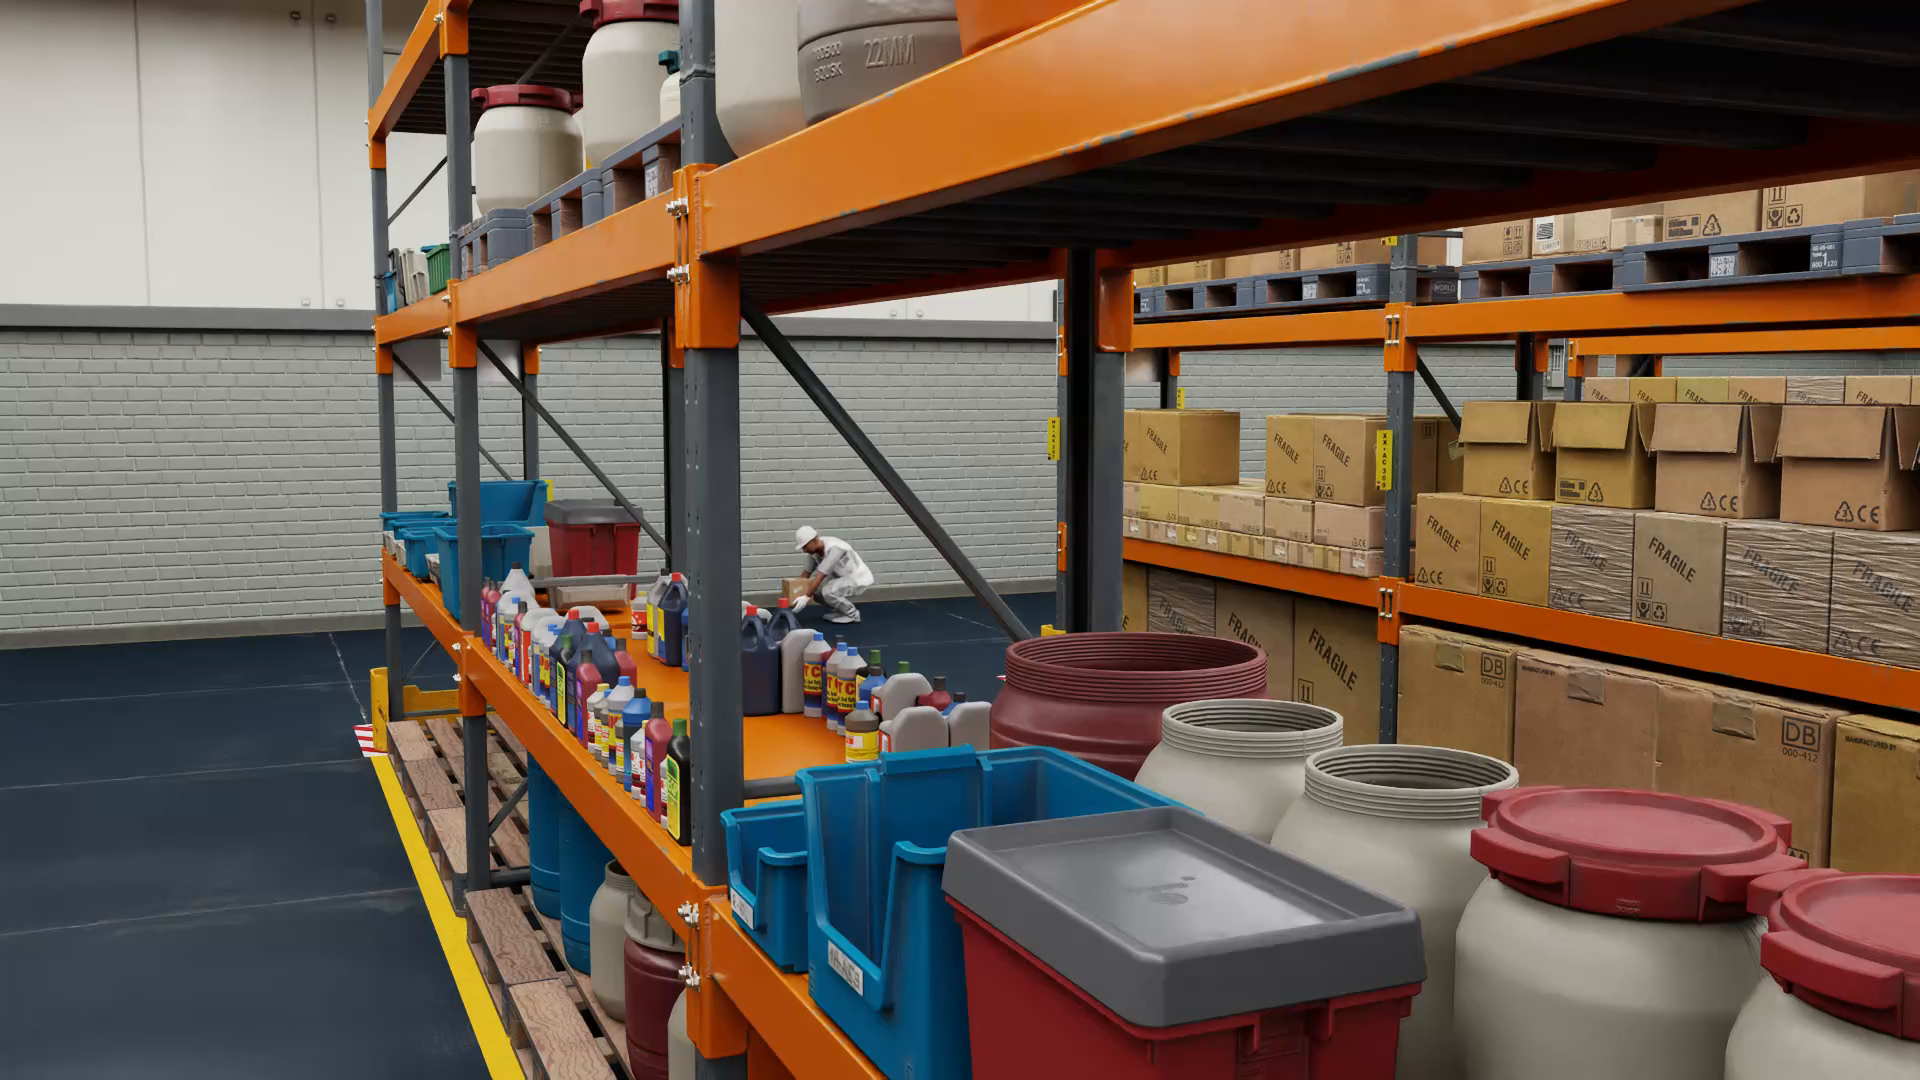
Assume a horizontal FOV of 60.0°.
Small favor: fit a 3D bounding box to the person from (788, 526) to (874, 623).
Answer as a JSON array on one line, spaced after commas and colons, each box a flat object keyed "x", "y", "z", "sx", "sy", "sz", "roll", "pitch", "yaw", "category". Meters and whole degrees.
[{"x": -1.310, "y": 0.342, "z": 16.725, "sx": 0.891, "sy": 0.994, "sz": 0.567, "roll": -2, "pitch": 6, "yaw": -24, "category": "person"}]
